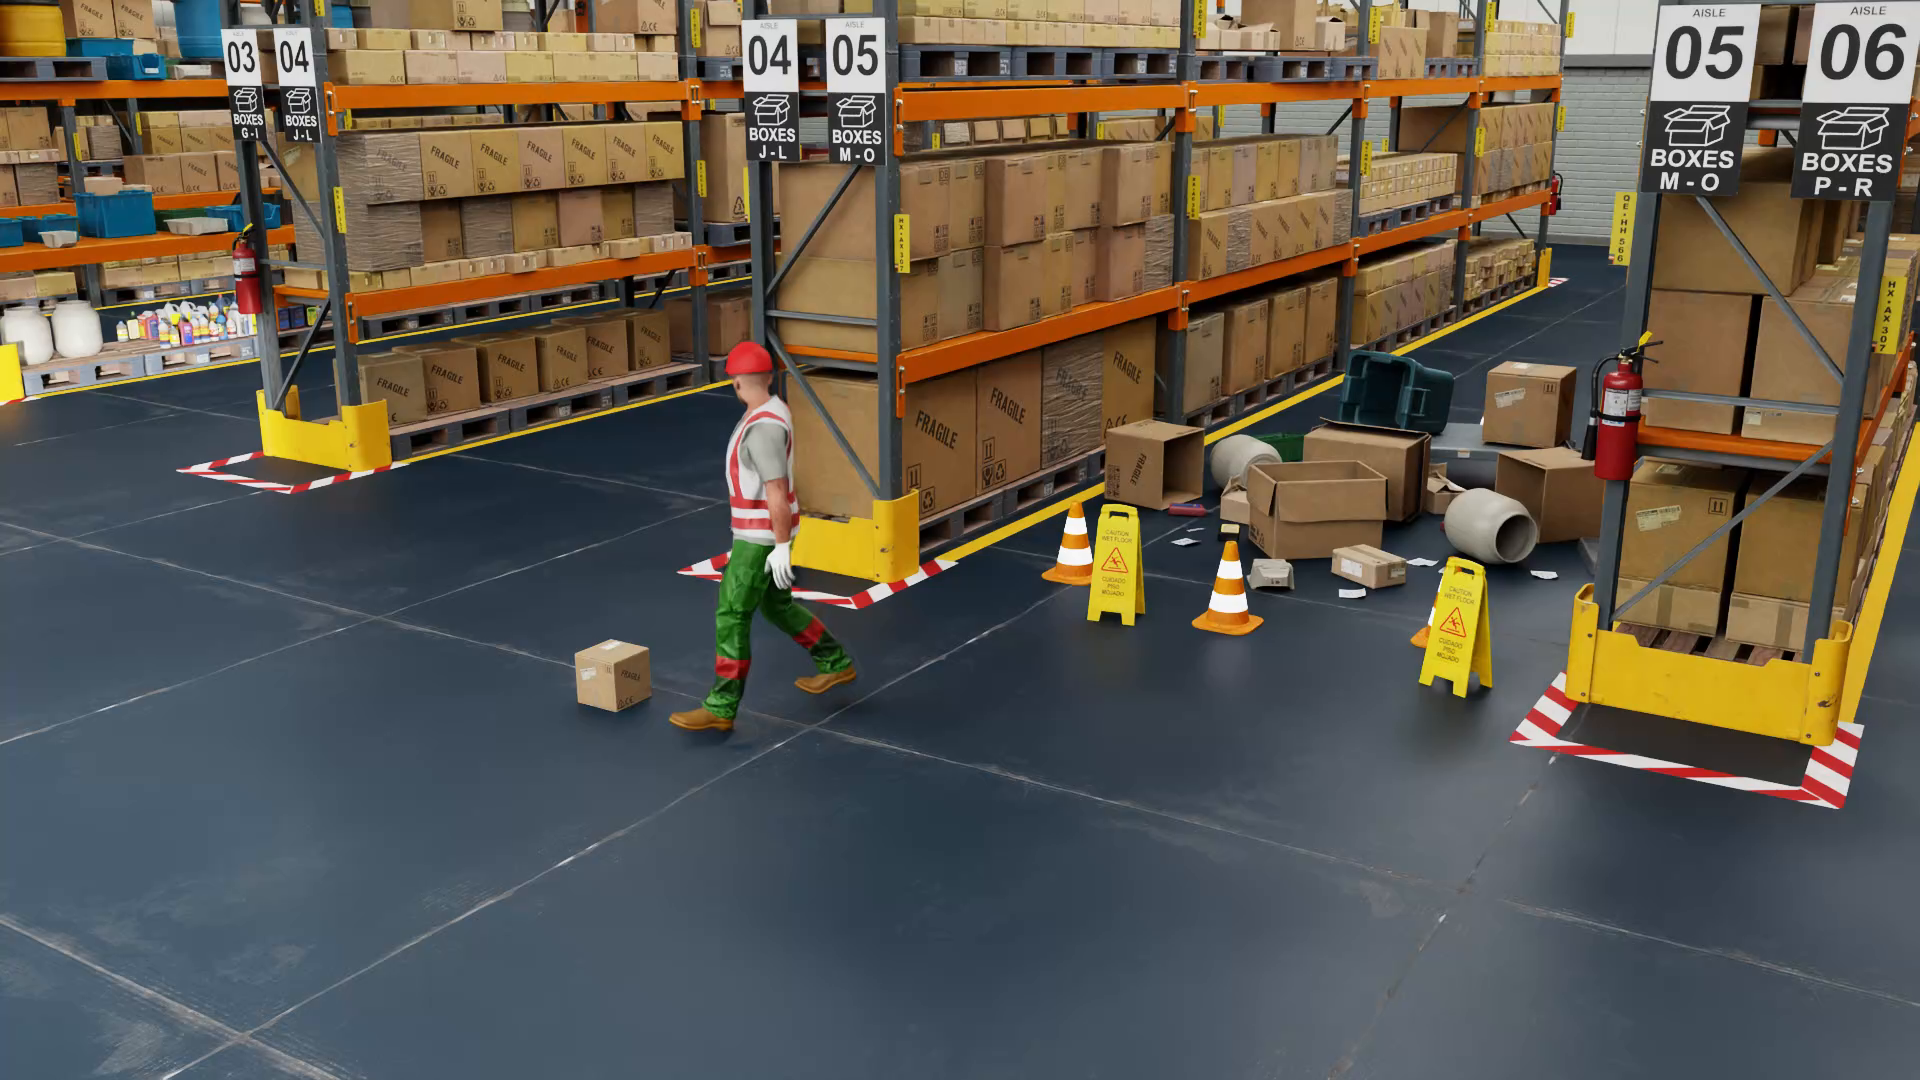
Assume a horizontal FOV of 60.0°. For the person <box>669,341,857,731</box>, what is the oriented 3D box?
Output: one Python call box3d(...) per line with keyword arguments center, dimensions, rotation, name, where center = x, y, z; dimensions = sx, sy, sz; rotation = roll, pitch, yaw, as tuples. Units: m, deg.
box3d(center=(-0.911, -0.024, 7.571), dimensions=(0.871, 1.764, 0.588), rotation=(-2, 16, -6), name="person")
